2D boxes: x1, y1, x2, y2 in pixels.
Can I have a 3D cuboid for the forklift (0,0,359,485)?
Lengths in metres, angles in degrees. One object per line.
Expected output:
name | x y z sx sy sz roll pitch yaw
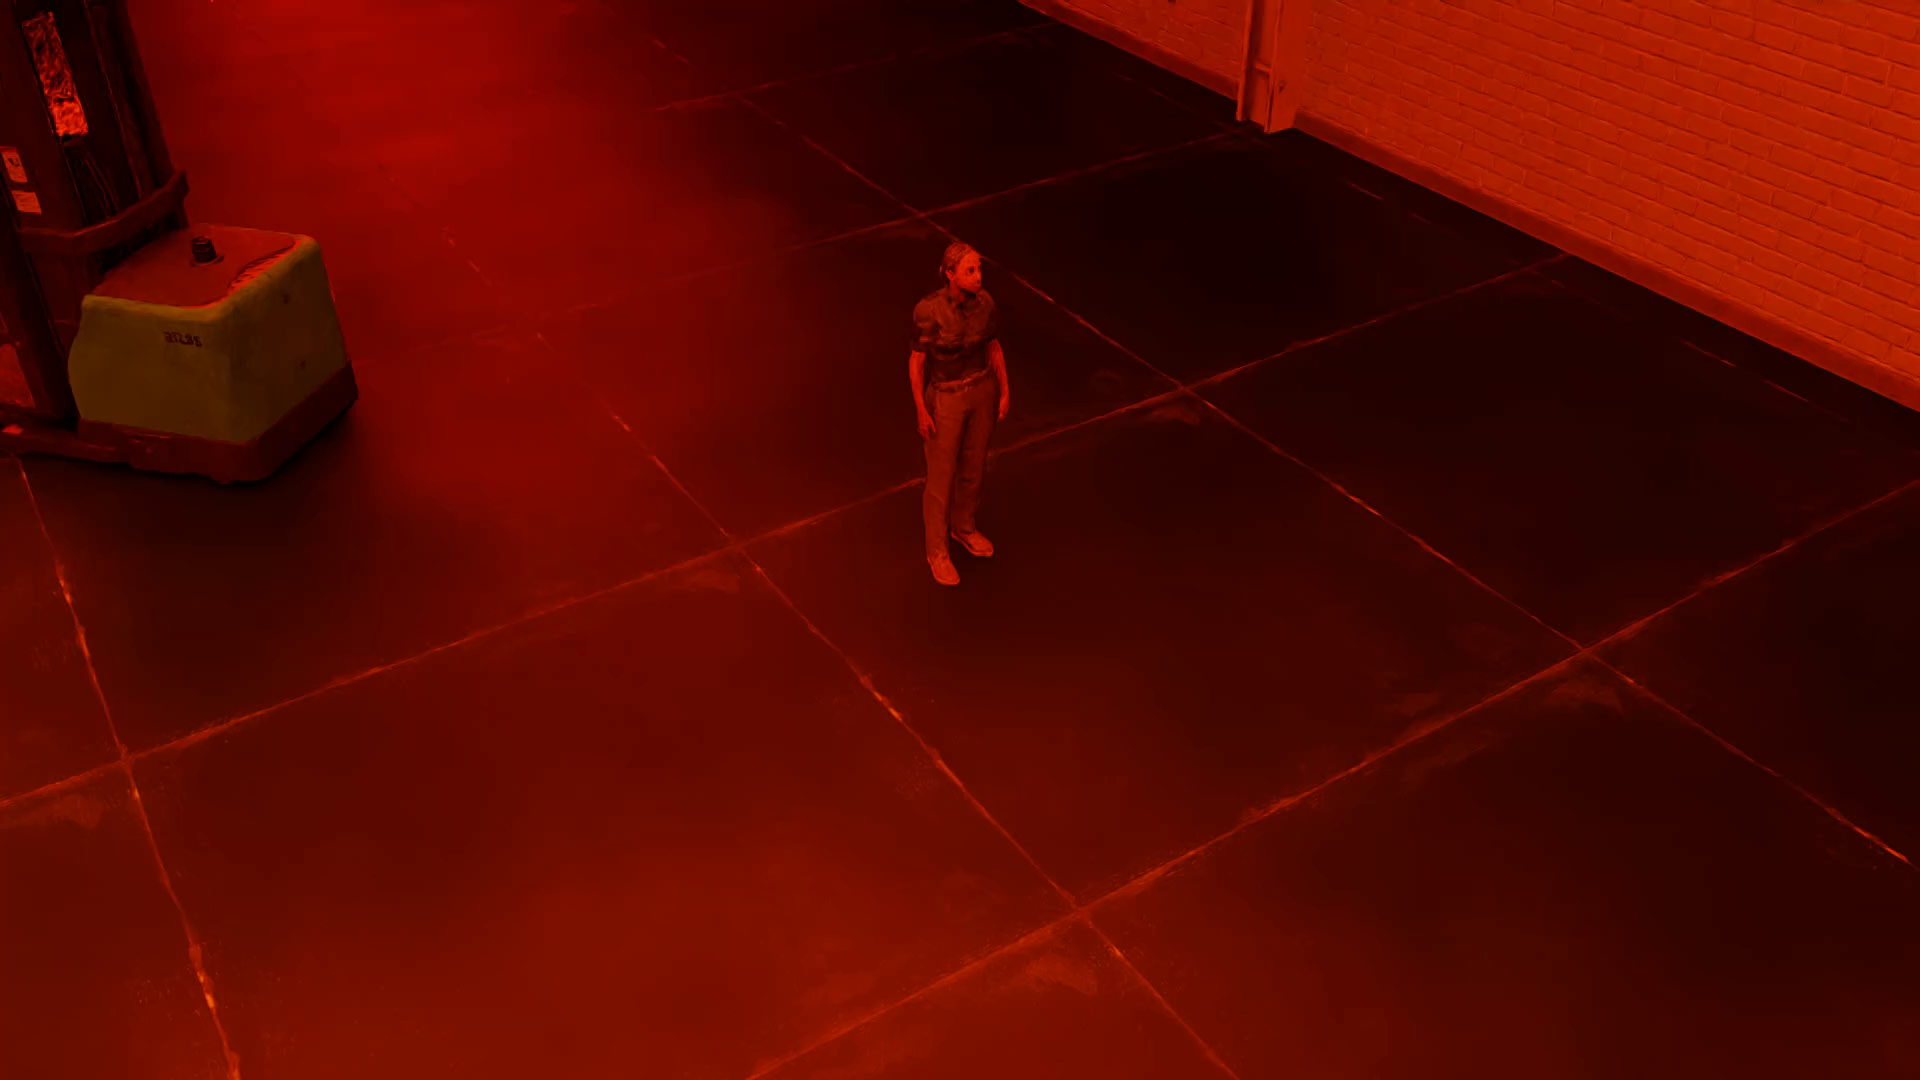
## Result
forklift | -5.113 -1.962 8.940 3.031 2.935 1.130 9 36 12

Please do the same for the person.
person | 0.032 -0.630 8.152 0.570 1.642 0.503 -21 40 -27
